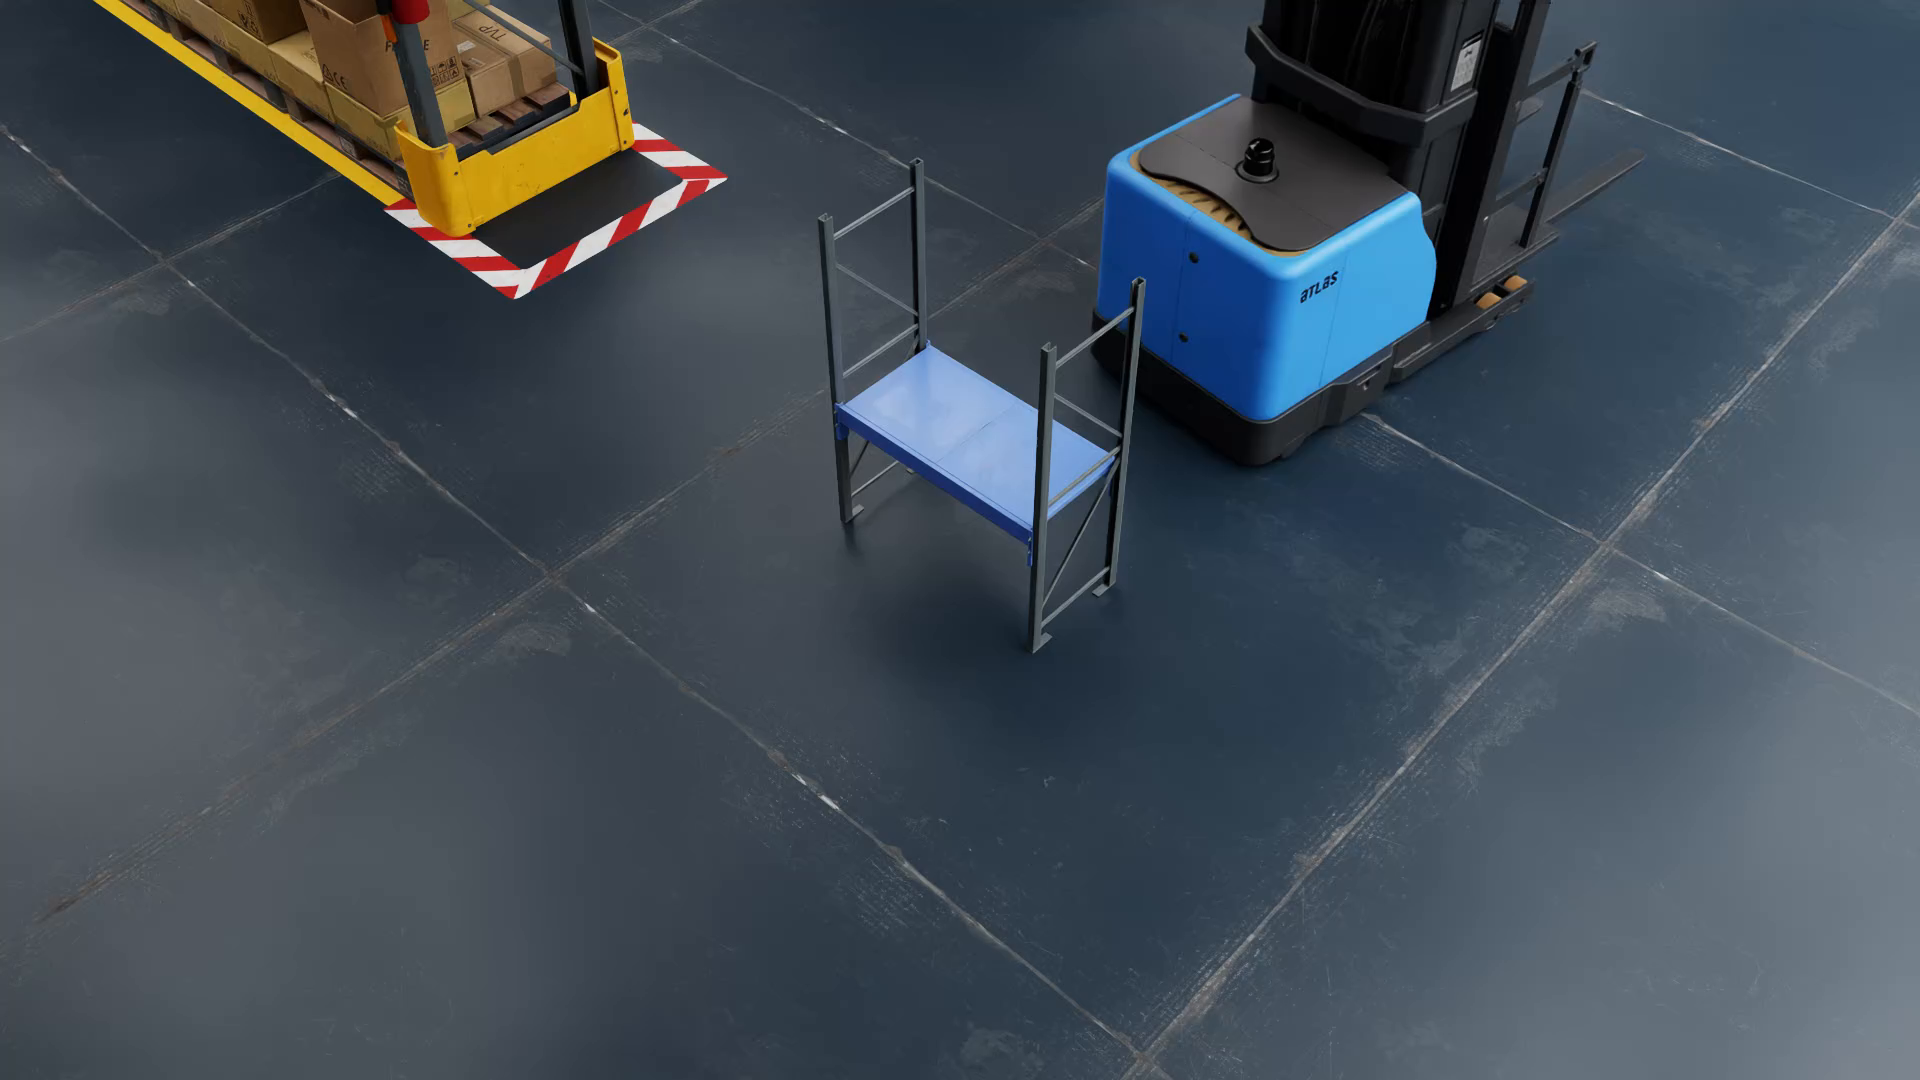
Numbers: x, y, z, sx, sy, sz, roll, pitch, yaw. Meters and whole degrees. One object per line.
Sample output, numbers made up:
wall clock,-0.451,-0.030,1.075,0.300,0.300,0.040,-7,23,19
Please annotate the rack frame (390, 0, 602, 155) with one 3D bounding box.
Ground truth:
rack frame,-2.216,-2.898,7.414,0.127,3.000,1.000,34,55,28

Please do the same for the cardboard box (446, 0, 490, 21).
cardboard box,-2.828,-2.988,8.582,0.500,0.500,0.500,34,55,28

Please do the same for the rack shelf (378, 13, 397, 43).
rack shelf,-3.685,-3.641,8.604,4.000,0.370,1.077,34,55,28

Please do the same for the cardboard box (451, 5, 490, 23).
cardboard box,-2.829,-2.730,8.854,0.500,0.250,0.500,34,55,28

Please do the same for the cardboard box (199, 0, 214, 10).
cardboard box,-3.923,-3.198,8.779,0.500,0.500,0.500,34,55,28

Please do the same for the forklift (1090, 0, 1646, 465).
forklift,2.033,-2.239,6.842,3.031,2.935,1.130,-32,54,-26

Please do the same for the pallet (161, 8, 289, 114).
pallet,-3.698,-2.903,9.331,1.213,0.211,1.003,34,55,28

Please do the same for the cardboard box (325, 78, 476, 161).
cardboard box,-2.810,-2.208,8.363,0.500,0.250,0.500,34,55,28

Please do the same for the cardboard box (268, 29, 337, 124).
cardboard box,-3.186,-2.449,8.589,0.500,0.250,0.500,34,55,28

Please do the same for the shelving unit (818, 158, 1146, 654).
shelving unit,0.063,-0.471,6.164,1.048,1.500,0.538,34,55,28

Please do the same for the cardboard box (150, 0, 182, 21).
cardboard box,-4.292,-3.187,9.283,0.500,0.250,0.500,34,55,28

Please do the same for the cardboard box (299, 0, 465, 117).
cardboard box,-2.812,-2.463,8.089,0.500,0.500,0.500,34,55,28

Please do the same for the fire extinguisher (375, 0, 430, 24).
fire extinguisher,-2.444,-2.565,7.153,0.183,0.674,0.296,34,55,28

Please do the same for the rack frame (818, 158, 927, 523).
rack frame,-0.311,-0.723,6.400,0.032,1.500,0.500,34,55,28

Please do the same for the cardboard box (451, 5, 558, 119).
cardboard box,-2.459,-2.485,8.624,0.500,0.250,0.500,34,55,28

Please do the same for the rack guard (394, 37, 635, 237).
rack guard,-2.198,-2.031,8.314,0.348,0.500,1.175,34,55,28

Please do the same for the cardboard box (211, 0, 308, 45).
cardboard box,-3.556,-2.950,8.546,0.500,0.500,0.500,34,55,28

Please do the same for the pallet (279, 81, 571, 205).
pallet,-2.806,-2.300,8.764,1.213,0.211,1.003,34,55,28

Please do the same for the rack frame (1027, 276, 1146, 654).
rack frame,0.436,-0.220,5.928,0.032,1.500,0.500,34,55,28

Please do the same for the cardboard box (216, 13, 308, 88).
cardboard box,-3.554,-2.695,8.821,0.500,0.250,0.500,34,55,28

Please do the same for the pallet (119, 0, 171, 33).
pallet,-4.599,-3.506,9.897,1.213,0.211,1.003,34,55,28

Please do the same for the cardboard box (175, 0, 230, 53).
cardboard box,-3.921,-2.943,9.054,0.500,0.250,0.500,34,55,28

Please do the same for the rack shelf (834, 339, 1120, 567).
rack shelf,0.063,-0.348,6.295,1.000,0.185,0.538,34,55,28
